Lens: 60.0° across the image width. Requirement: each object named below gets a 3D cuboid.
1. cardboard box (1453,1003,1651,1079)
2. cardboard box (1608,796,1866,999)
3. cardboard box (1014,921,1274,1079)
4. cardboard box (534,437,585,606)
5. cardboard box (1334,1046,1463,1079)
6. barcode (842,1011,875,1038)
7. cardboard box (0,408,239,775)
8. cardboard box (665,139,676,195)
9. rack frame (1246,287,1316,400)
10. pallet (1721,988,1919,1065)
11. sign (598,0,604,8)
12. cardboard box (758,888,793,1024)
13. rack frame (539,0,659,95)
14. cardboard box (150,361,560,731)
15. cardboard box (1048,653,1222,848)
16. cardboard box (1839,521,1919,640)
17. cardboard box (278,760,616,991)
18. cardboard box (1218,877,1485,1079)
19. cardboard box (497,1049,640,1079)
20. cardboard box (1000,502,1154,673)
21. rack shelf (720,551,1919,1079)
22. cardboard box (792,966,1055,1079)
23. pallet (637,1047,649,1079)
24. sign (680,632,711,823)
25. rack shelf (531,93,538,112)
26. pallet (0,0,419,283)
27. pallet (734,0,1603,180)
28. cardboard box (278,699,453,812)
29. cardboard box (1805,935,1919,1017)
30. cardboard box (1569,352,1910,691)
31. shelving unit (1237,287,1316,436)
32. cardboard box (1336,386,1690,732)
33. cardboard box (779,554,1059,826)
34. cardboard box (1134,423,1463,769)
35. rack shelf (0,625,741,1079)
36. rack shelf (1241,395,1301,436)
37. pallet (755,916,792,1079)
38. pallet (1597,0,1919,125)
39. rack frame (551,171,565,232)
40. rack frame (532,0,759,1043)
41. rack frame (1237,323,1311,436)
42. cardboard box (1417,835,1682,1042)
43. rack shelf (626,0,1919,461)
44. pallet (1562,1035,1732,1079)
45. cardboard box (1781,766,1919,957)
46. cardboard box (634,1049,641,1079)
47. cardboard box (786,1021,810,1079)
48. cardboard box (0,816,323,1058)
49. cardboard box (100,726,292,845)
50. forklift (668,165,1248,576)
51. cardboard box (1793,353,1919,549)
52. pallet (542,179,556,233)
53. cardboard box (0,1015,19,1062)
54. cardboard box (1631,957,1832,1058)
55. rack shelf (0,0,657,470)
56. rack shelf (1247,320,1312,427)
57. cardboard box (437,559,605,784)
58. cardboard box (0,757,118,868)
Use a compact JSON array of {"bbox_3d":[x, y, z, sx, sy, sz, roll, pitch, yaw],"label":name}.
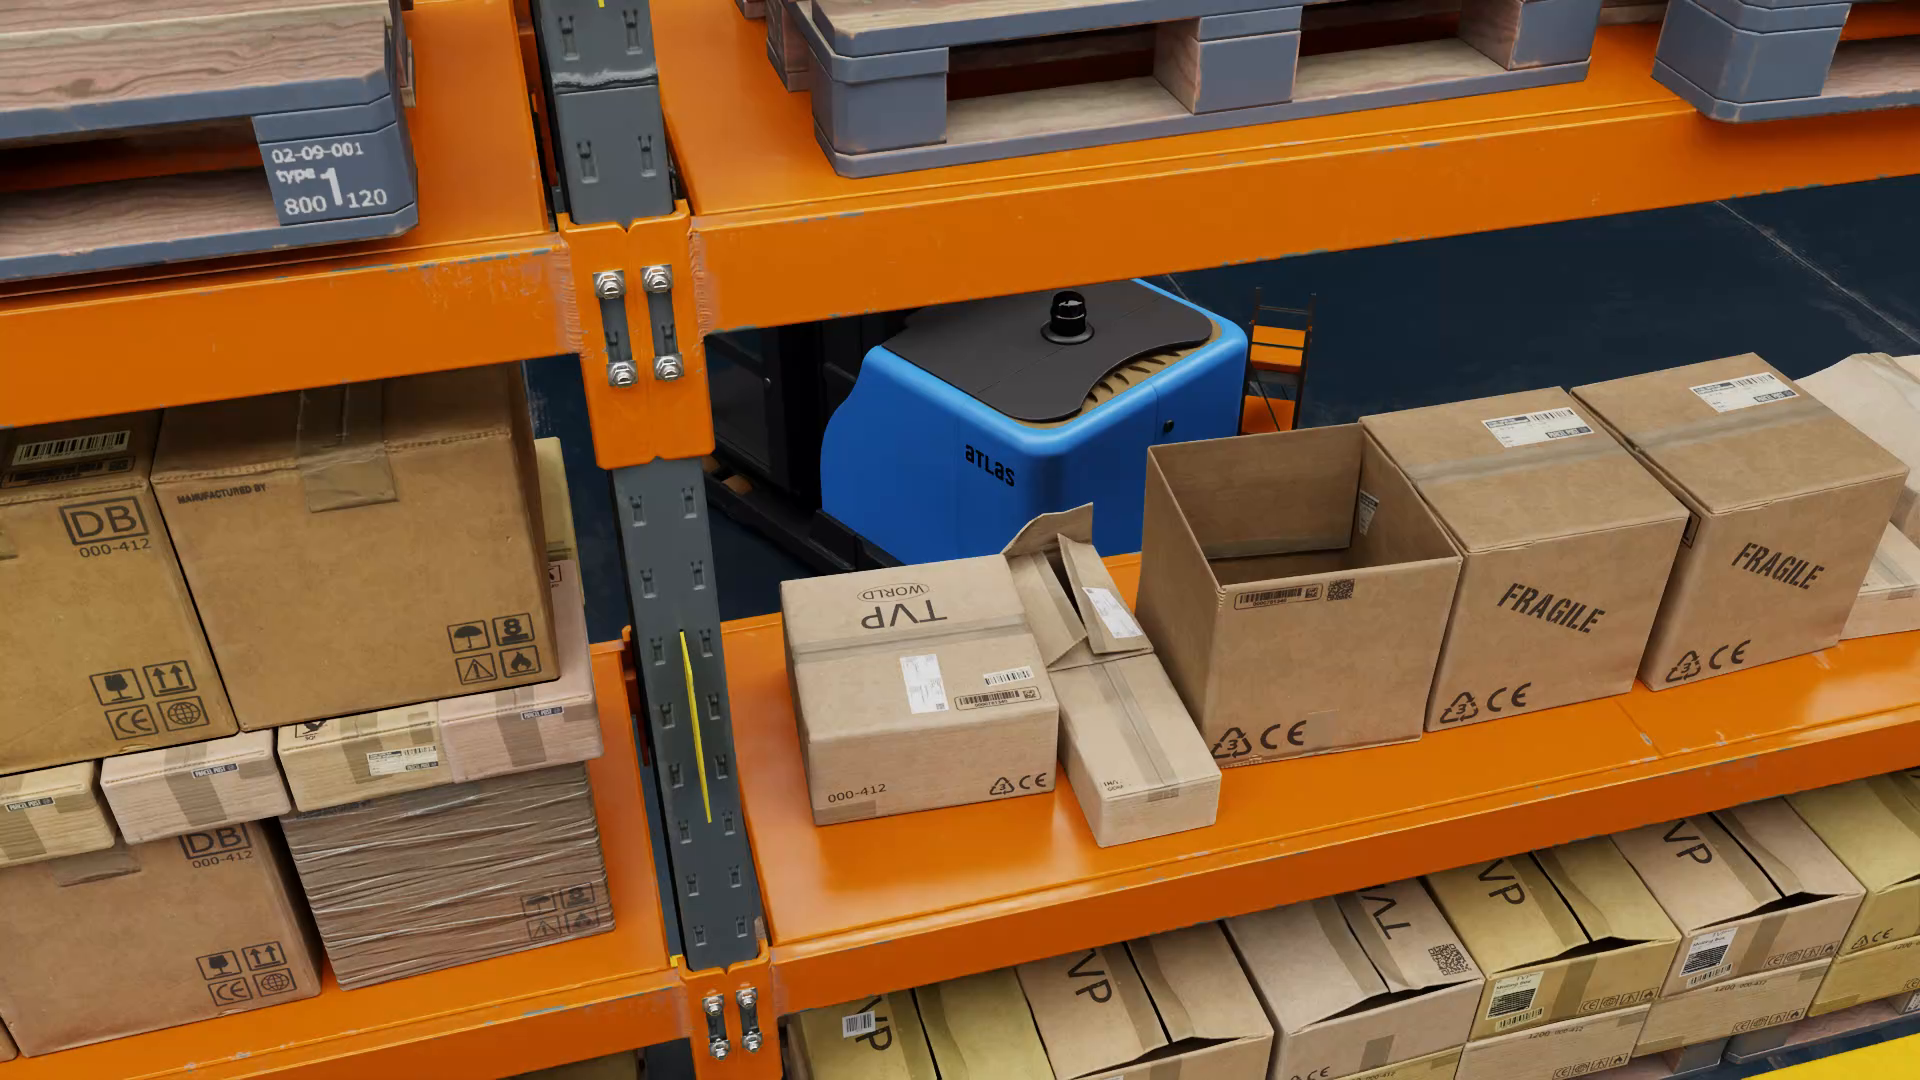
[{"bbox_3d":[1.377,1.111,4.247,0.500,0.250,0.500,-9,38,-11],"label":"cardboard box"},{"bbox_3d":[1.871,0.809,4.180,0.500,0.311,0.500,-10,38,-12],"label":"cardboard box"},{"bbox_3d":[0.387,1.055,3.858,0.500,0.311,0.500,-10,38,-12],"label":"cardboard box"},{"bbox_3d":[-0.871,-0.021,3.192,0.250,0.149,0.380,-9,38,-12],"label":"cardboard box"},{"bbox_3d":[0.886,1.191,4.142,0.500,0.250,0.500,-10,39,-13],"label":"cardboard box"},{"bbox_3d":[-0.206,0.988,3.394,0.075,0.075,0.001,-9,38,-12],"label":"barcode"},{"bbox_3d":[-1.475,-0.052,2.700,0.500,0.500,0.700,-9,38,-12],"label":"cardboard box"},{"bbox_3d":[-1.150,-1.866,7.915,0.500,0.500,0.700,-8,38,-10],"label":"cardboard box"},{"bbox_3d":[1.102,-0.424,5.941,0.200,1.050,0.008,8,38,11],"label":"rack frame"},{"bbox_3d":[2.496,0.929,4.862,1.213,0.211,1.003,-9,38,-12],"label":"pallet"},{"bbox_3d":[-0.415,-0.755,1.809,0.005,0.325,0.100,-9,38,-12],"label":"sign"},{"bbox_3d":[-0.236,1.037,4.343,0.500,0.250,0.500,-10,38,-12],"label":"cardboard box"},{"bbox_3d":[-0.561,-2.035,1.504,0.127,3.000,1.000,-9,38,-12],"label":"rack frame"},{"bbox_3d":[-0.988,-0.133,2.805,0.500,0.500,0.700,-9,38,-12],"label":"cardboard box"},{"bbox_3d":[0.348,0.427,3.430,0.250,0.149,0.380,-9,38,-12],"label":"cardboard box"},{"bbox_3d":[2.084,0.049,3.924,0.250,0.149,0.380,-7,38,-9],"label":"cardboard box"},{"bbox_3d":[-0.988,0.382,3.199,0.500,0.500,0.700,-10,39,-13],"label":"cardboard box"},{"bbox_3d":[0.887,0.972,3.966,0.500,0.311,0.500,-11,39,-13],"label":"cardboard box"},{"bbox_3d":[-0.952,1.475,3.771,0.500,0.250,0.500,-9,38,-12],"label":"cardboard box"},{"bbox_3d":[0.240,0.154,3.690,0.258,0.266,0.396,-10,39,-13],"label":"cardboard box"},{"bbox_3d":[1.370,0.317,3.959,4.000,0.370,1.077,-9,38,-12],"label":"rack shelf"},{"bbox_3d":[-0.097,1.131,3.759,0.500,0.311,0.500,-9,38,-12],"label":"cardboard box"},{"bbox_3d":[-1.340,1.557,4.041,1.213,0.211,1.003,-9,38,-12],"label":"pallet"},{"bbox_3d":[-0.415,0.298,2.614,0.005,0.325,0.100,-9,38,-12],"label":"sign"},{"bbox_3d":[-3.787,-1.955,6.929,4.000,0.370,1.077,-9,38,-12],"label":"rack shelf"},{"bbox_3d":[-1.378,-0.658,2.246,1.213,0.211,1.003,-9,38,-12],"label":"pallet"},{"bbox_3d":[0.287,-0.915,2.666,1.217,0.209,0.805,-11,39,-14],"label":"pallet"},{"bbox_3d":[-1.007,0.257,2.829,0.250,0.149,0.380,-10,39,-13],"label":"cardboard box"},{"bbox_3d":[2.359,0.950,4.457,0.500,0.250,0.500,-10,38,-12],"label":"cardboard box"},{"bbox_3d":[1.685,-0.050,3.765,0.500,0.500,0.500,-11,39,-14],"label":"cardboard box"},{"bbox_3d":[1.074,-0.352,5.846,0.215,1.050,0.252,8,38,11],"label":"shelving unit"},{"bbox_3d":[1.177,0.033,3.656,0.500,0.500,0.500,-9,38,-12],"label":"cardboard box"},{"bbox_3d":[-0.097,0.304,3.508,0.500,0.250,0.500,-7,38,-9],"label":"cardboard box"},{"bbox_3d":[0.693,0.112,3.552,0.500,0.500,0.500,-7,38,-9],"label":"cardboard box"},{"bbox_3d":[-2.492,0.950,3.131,4.000,0.370,1.077,-9,38,-12],"label":"rack shelf"},{"bbox_3d":[1.074,-0.344,5.853,0.215,0.259,0.240,8,38,11],"label":"rack shelf"},{"bbox_3d":[0.140,1.316,4.356,1.213,0.211,1.003,-9,38,-12],"label":"pallet"},{"bbox_3d":[1.590,-1.063,2.858,1.213,0.211,1.003,-8,38,-10],"label":"pallet"},{"bbox_3d":[-1.856,-2.557,7.124,0.127,3.000,1.000,-9,38,-12],"label":"rack frame"},{"bbox_3d":[-0.561,0.348,3.327,0.127,3.000,1.000,-9,38,-12],"label":"rack frame"},{"bbox_3d":[1.046,-0.280,5.752,0.200,1.050,0.008,8,38,11],"label":"rack frame"},{"bbox_3d":[1.387,0.887,4.078,0.500,0.311,0.500,-8,38,-11],"label":"cardboard box"},{"bbox_3d":[1.370,-0.875,3.048,4.000,0.370,1.077,-9,38,-12],"label":"rack shelf"},{"bbox_3d":[1.320,1.120,4.612,1.213,0.211,1.003,-9,38,-12],"label":"pallet"},{"bbox_3d":[2.359,0.730,4.282,0.500,0.311,0.500,-10,39,-13],"label":"cardboard box"},{"bbox_3d":[-1.088,1.169,4.171,0.500,0.250,0.500,-9,38,-12],"label":"cardboard box"},{"bbox_3d":[-0.107,1.354,3.928,0.500,0.250,0.500,-10,39,-13],"label":"cardboard box"},{"bbox_3d":[-1.495,0.469,3.085,0.500,0.500,0.700,-10,38,-12],"label":"cardboard box"},{"bbox_3d":[-1.259,0.300,2.773,0.250,0.149,0.380,-10,39,-13],"label":"cardboard box"},{"bbox_3d":[-0.433,-1.437,5.716,1.130,2.935,3.031,-30,47,-33],"label":"forklift"},{"bbox_3d":[2.386,-0.222,4.145,0.500,0.311,0.500,-10,38,-12],"label":"cardboard box"},{"bbox_3d":[-2.495,-1.323,7.805,1.213,0.211,1.003,-9,38,-12],"label":"pallet"},{"bbox_3d":[-1.981,0.547,2.984,0.500,0.500,0.700,-9,38,-11],"label":"cardboard box"},{"bbox_3d":[1.873,1.027,4.355,0.500,0.250,0.500,-8,38,-11],"label":"cardboard box"},{"bbox_3d":[-2.492,-0.241,2.220,4.000,0.370,1.077,-9,38,-12],"label":"rack shelf"},{"bbox_3d":[1.074,-0.569,5.680,0.215,0.259,0.240,8,38,11],"label":"rack shelf"},{"bbox_3d":[-0.768,0.219,2.879,0.250,0.149,0.380,-9,38,-12],"label":"cardboard box"},{"bbox_3d":[-1.513,0.342,2.718,0.250,0.149,0.380,-9,38,-12],"label":"cardboard box"}]
